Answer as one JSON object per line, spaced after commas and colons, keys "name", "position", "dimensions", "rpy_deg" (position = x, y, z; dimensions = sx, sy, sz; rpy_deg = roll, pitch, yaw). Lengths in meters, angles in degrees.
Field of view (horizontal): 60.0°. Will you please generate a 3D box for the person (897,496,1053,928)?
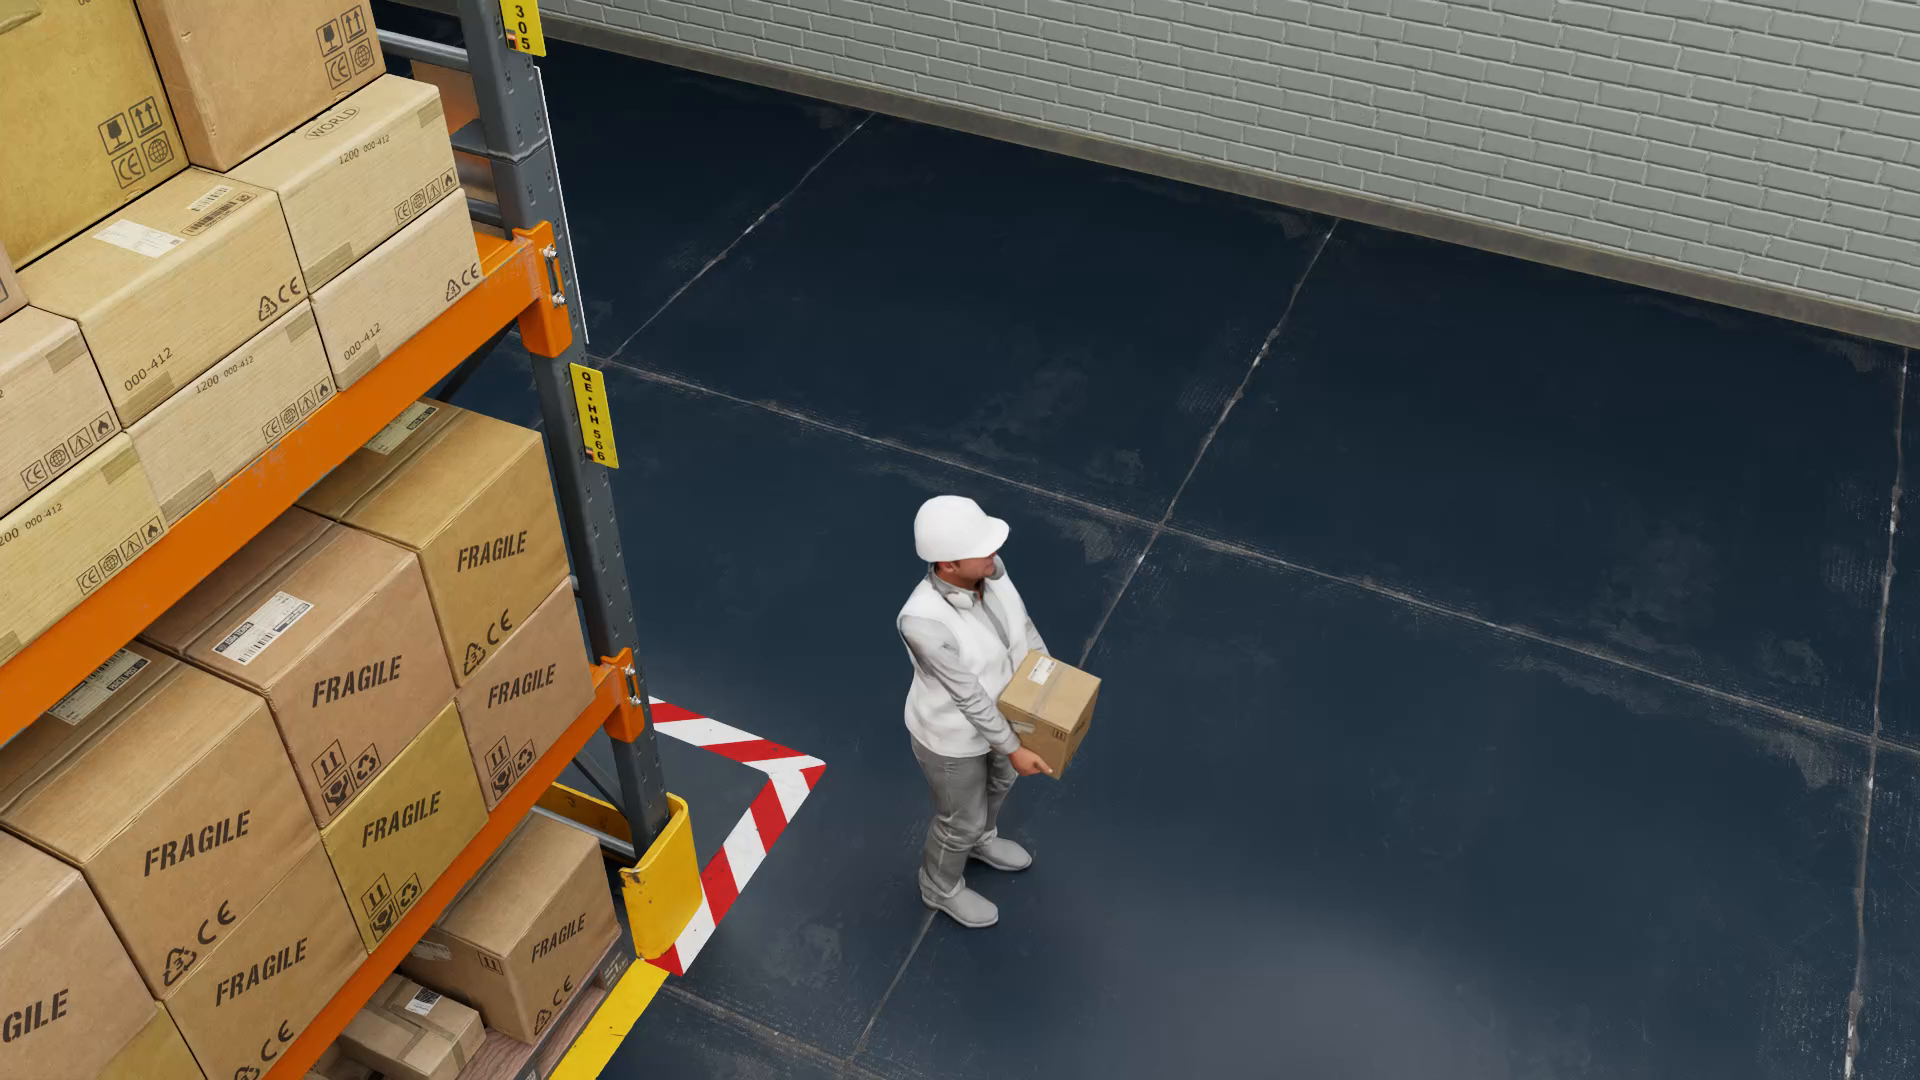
{"name": "person", "position": [0.113, 0.592, 5.482], "dimensions": [0.549, 1.763, 0.494], "rpy_deg": [18, 45, 19]}
